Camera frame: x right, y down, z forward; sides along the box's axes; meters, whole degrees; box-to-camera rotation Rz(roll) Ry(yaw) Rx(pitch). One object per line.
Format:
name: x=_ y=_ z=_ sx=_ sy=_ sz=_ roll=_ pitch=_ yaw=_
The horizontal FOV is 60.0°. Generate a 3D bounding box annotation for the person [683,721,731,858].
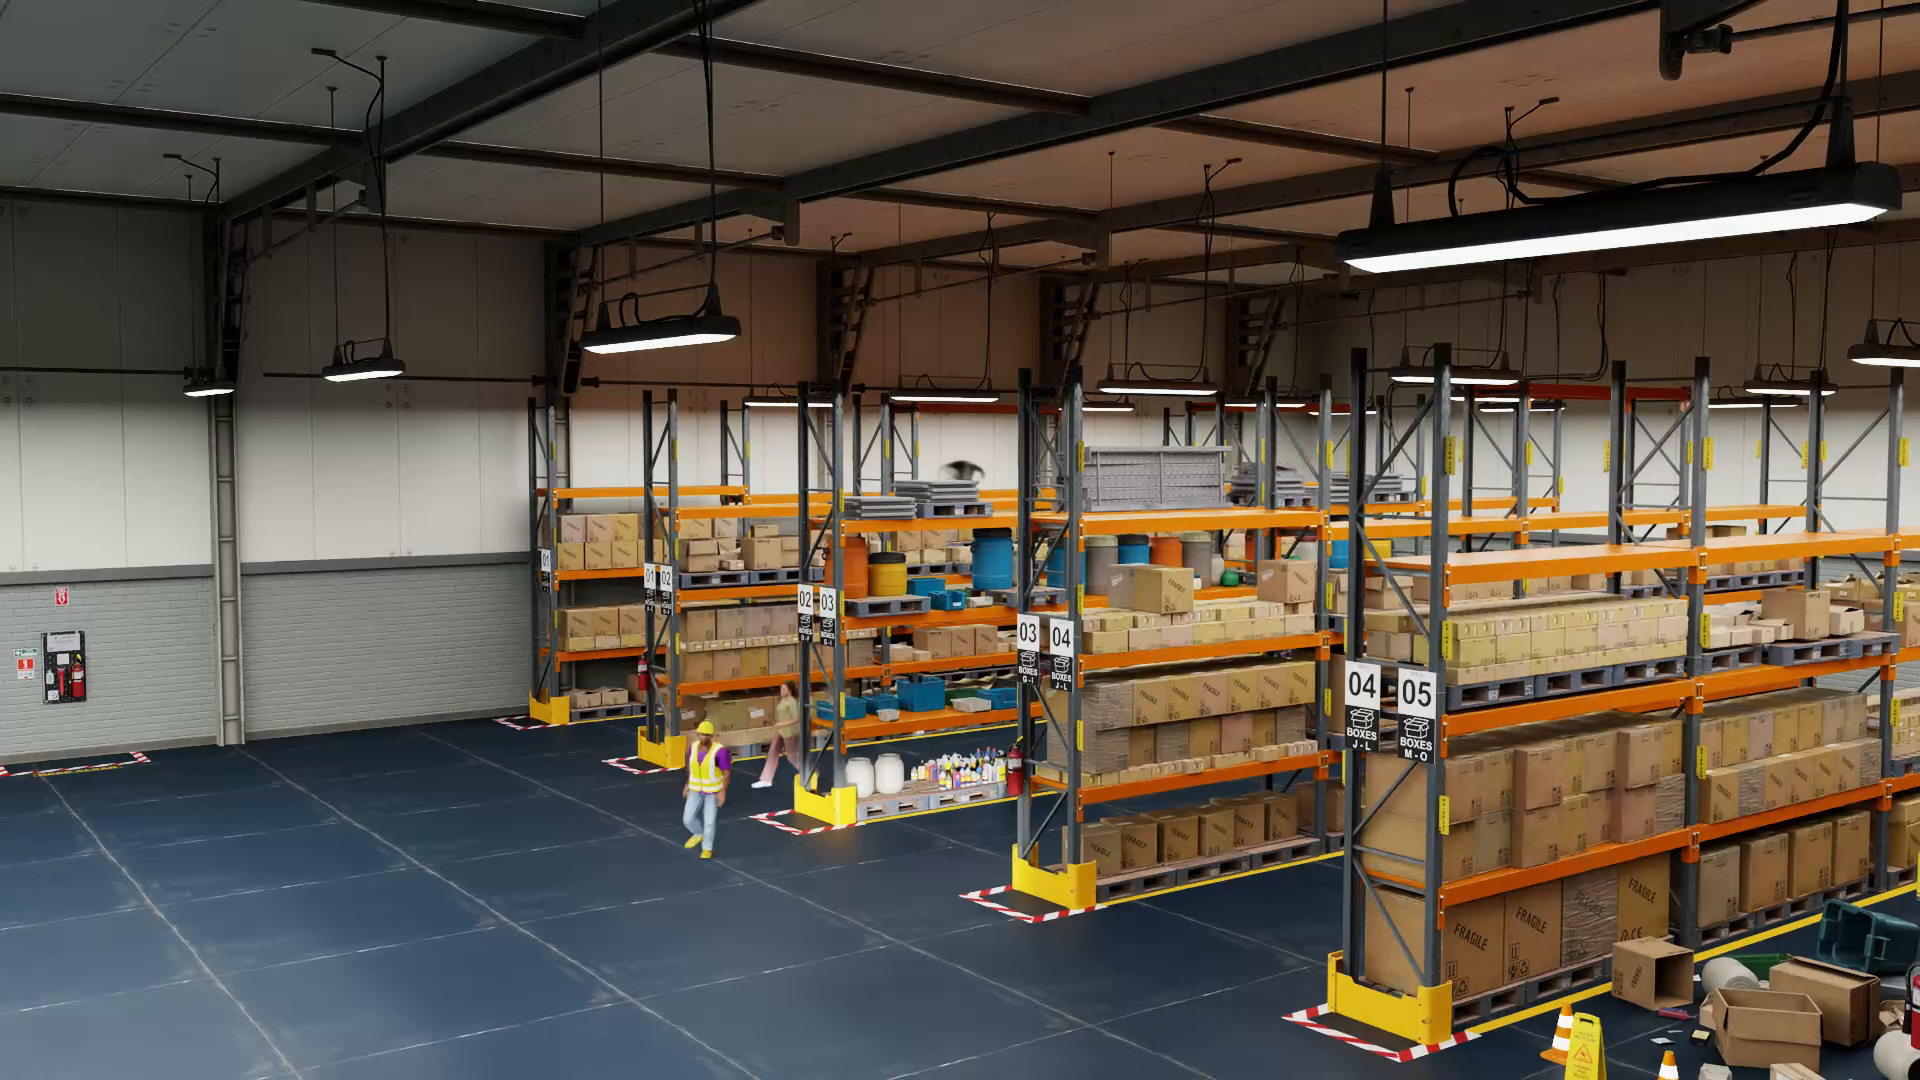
person: x=-3.135 y=3.082 z=20.517 sx=0.697 sy=1.728 sz=0.571 roll=1 pitch=3 yaw=11

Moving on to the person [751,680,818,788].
person: x=-2.532 y=2.857 z=24.520 sx=1.004 sy=1.618 sz=0.615 roll=-2 pitch=4 yaw=-27
